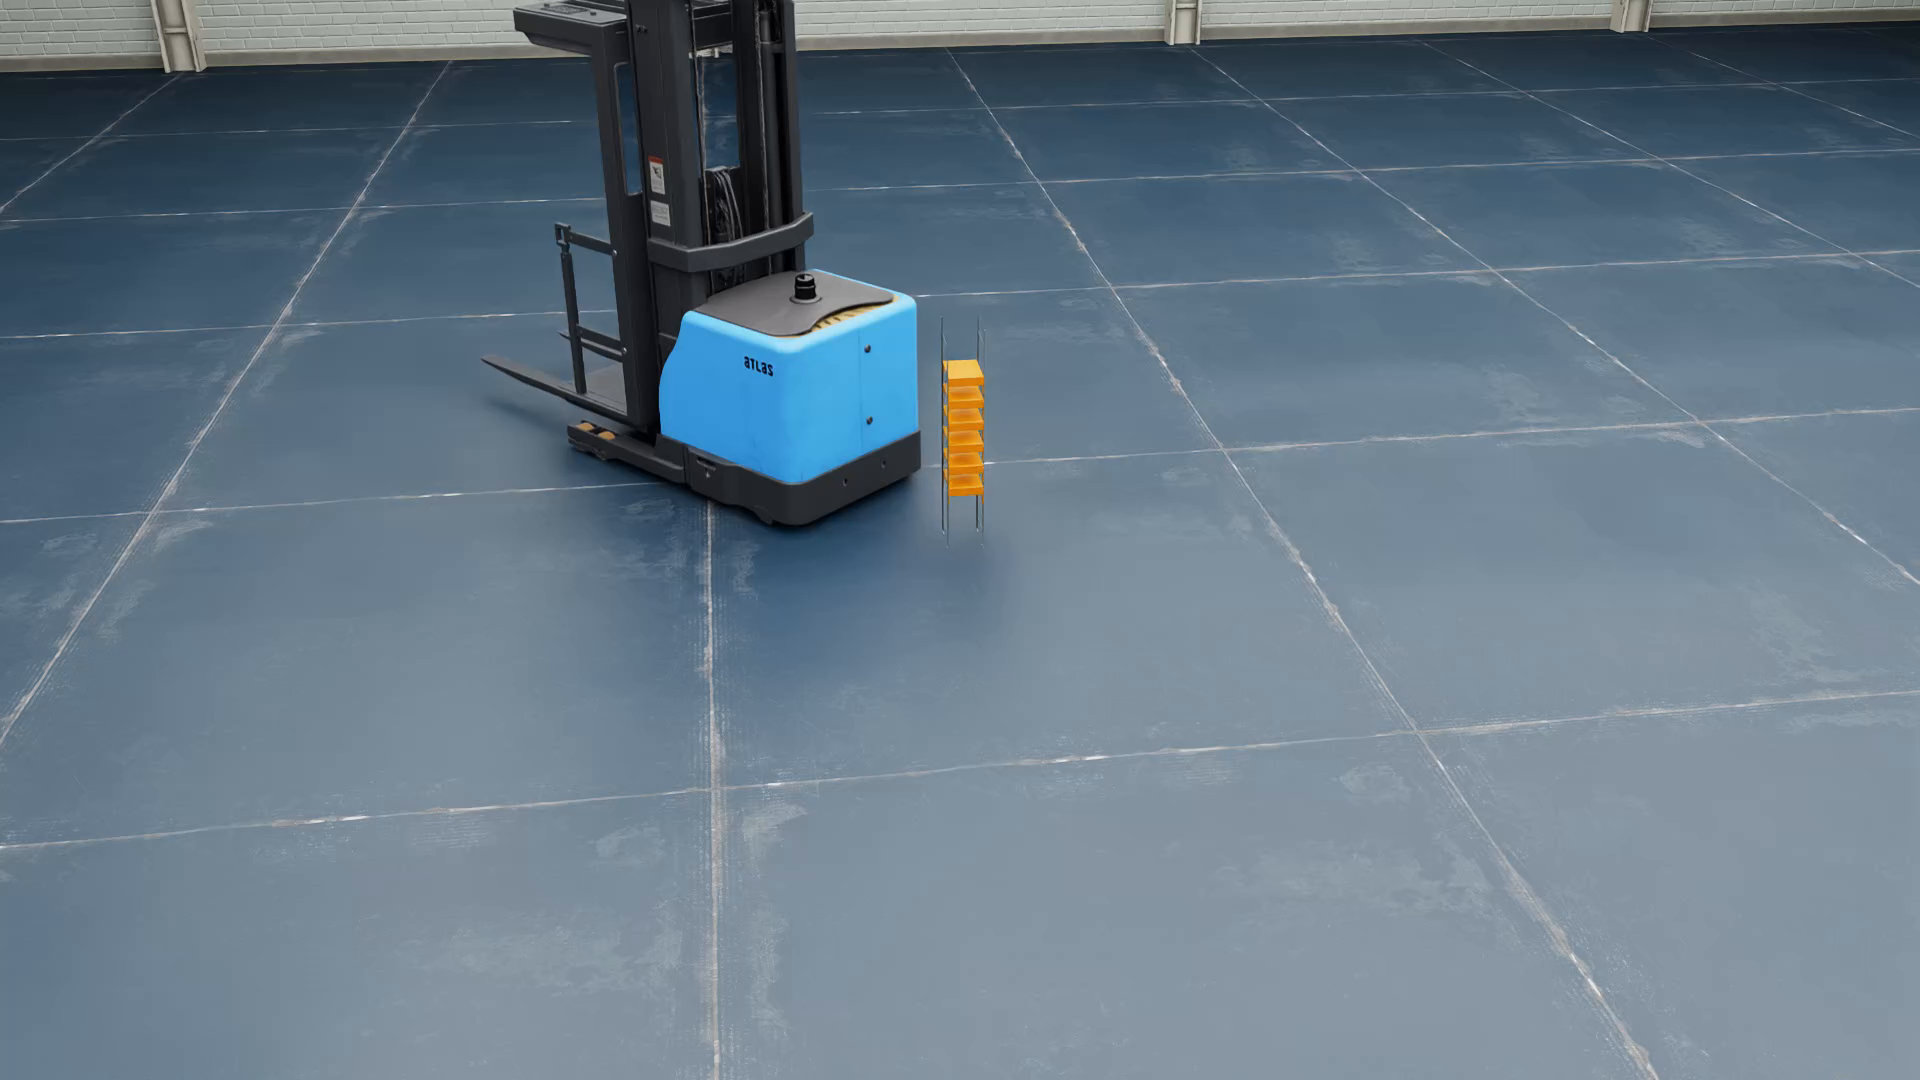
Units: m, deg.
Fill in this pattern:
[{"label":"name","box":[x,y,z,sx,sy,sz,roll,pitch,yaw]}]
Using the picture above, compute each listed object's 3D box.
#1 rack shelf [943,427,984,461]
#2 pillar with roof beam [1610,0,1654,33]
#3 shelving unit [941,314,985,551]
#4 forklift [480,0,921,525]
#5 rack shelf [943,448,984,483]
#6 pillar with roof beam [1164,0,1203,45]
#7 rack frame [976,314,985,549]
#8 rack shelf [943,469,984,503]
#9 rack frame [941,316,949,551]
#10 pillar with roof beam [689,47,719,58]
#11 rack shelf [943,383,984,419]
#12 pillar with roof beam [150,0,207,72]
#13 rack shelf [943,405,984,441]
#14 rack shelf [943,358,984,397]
[{"label":"rack shelf","box":[0.014,-0.495,8.498,0.180,0.103,0.258,-4,27,-7]},{"label":"pillar with roof beam","box":[9.342,-8.729,15.905,0.400,9.000,9.100,-4,27,-7]},{"label":"shelving unit","box":[0.014,-0.535,8.478,0.189,1.200,0.258,-4,27,-7]},{"label":"forklift","box":[-1.667,-1.928,9.297,3.031,2.935,1.130,21,34,35]},{"label":"rack shelf","box":[0.014,-0.388,8.553,0.180,0.103,0.258,-4,27,-7]},{"label":"pillar with roof beam","box":[3.401,-8.348,15.161,0.400,9.000,9.100,-4,27,-7]},{"label":"rack frame","box":[0.105,-0.541,8.489,0.006,1.200,0.240,-4,27,-7]},{"label":"rack shelf","box":[0.014,-0.282,8.608,0.180,0.103,0.258,-4,27,-7]},{"label":"rack frame","box":[-0.076,-0.529,8.467,0.006,1.200,0.240,-4,27,-7]},{"label":"pillar with roof beam","box":[-2.541,-7.966,14.418,0.400,9.000,9.100,-4,27,-7]},{"label":"rack shelf","box":[0.014,-0.709,8.389,0.180,0.103,0.258,-4,27,-7]},{"label":"pillar with roof beam","box":[-8.482,-7.584,13.674,0.400,9.000,9.100,-4,27,-7]},{"label":"rack shelf","box":[0.014,-0.602,8.443,0.180,0.103,0.258,-4,27,-7]},{"label":"rack shelf","box":[0.014,-0.816,8.334,0.180,0.103,0.258,-4,27,-7]}]
